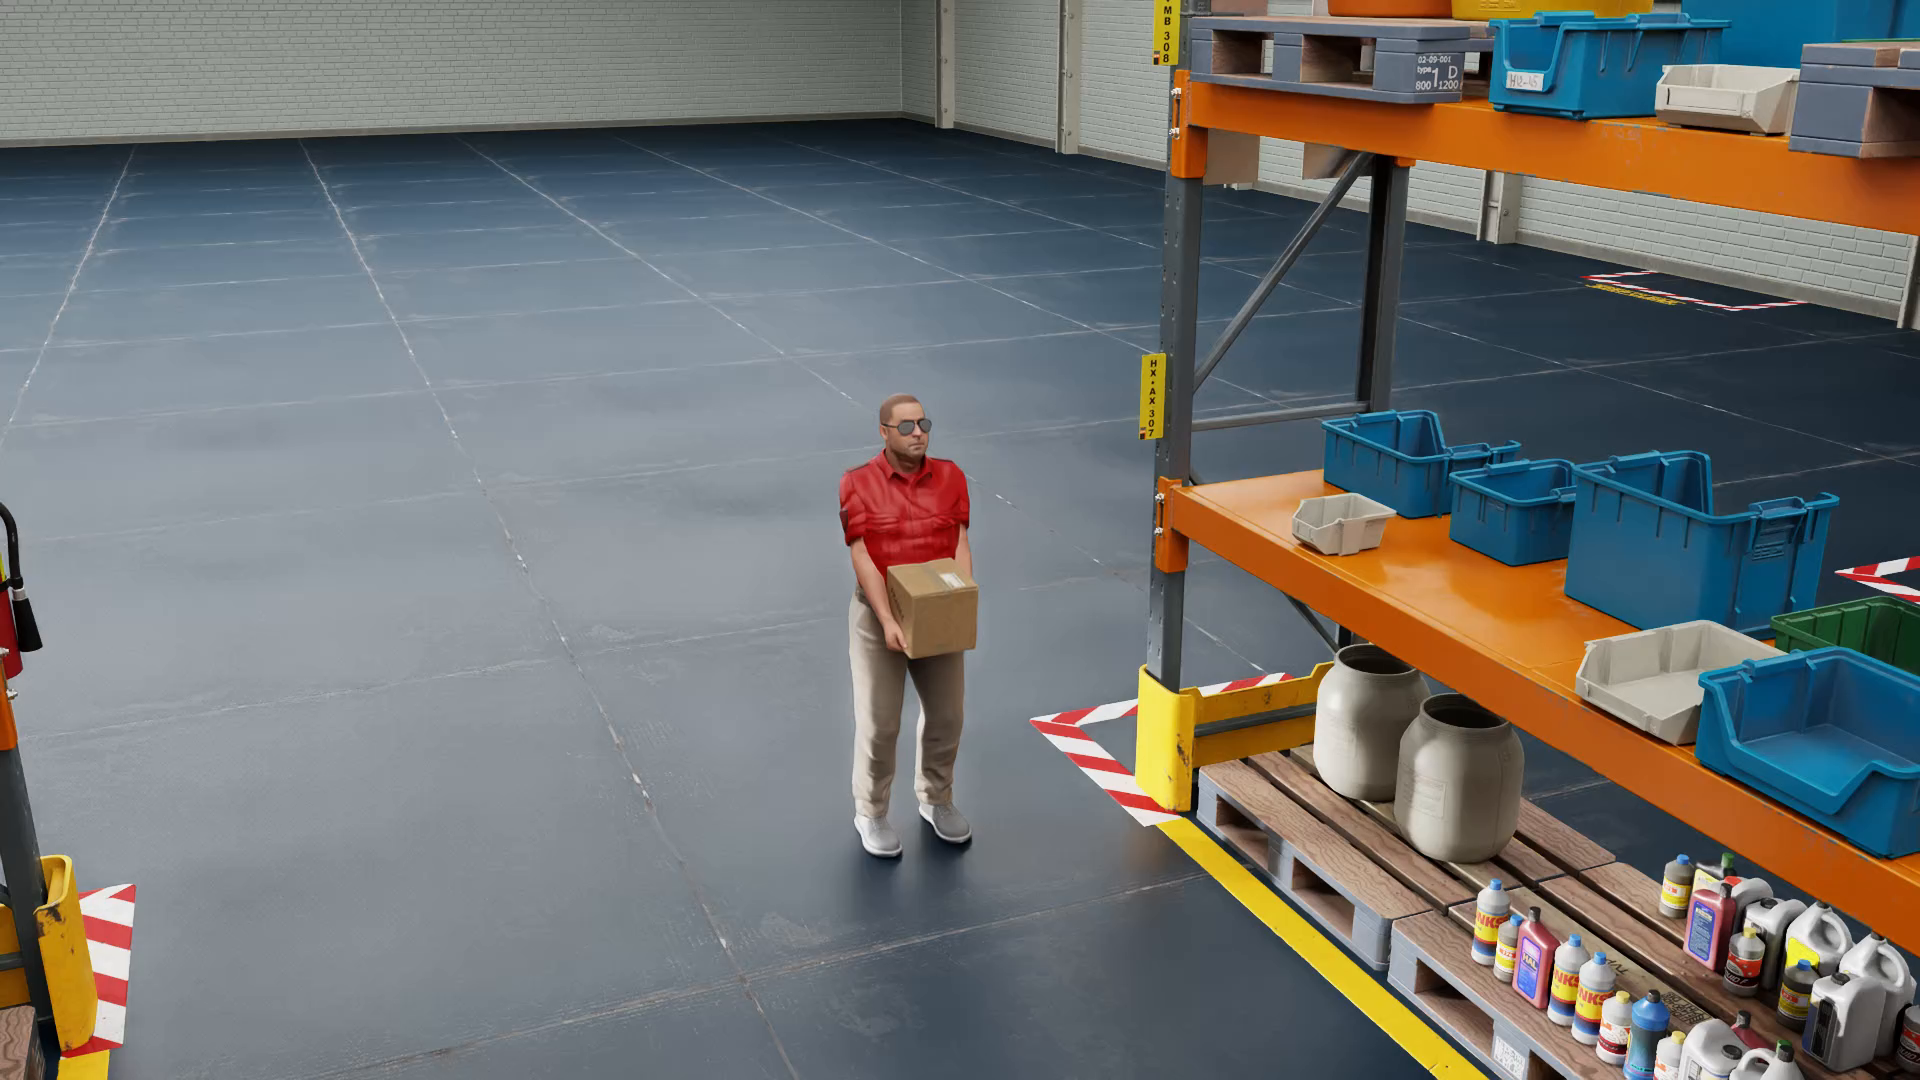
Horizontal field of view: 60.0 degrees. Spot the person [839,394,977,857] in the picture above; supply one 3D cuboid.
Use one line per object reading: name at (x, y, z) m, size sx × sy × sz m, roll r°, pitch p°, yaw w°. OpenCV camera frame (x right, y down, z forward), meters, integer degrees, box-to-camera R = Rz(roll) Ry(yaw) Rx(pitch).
person at (-0.154, 0.336, 6.115) m, size 0.493 × 1.712 × 0.530 m, roll -8°, pitch 20°, yaw -22°
